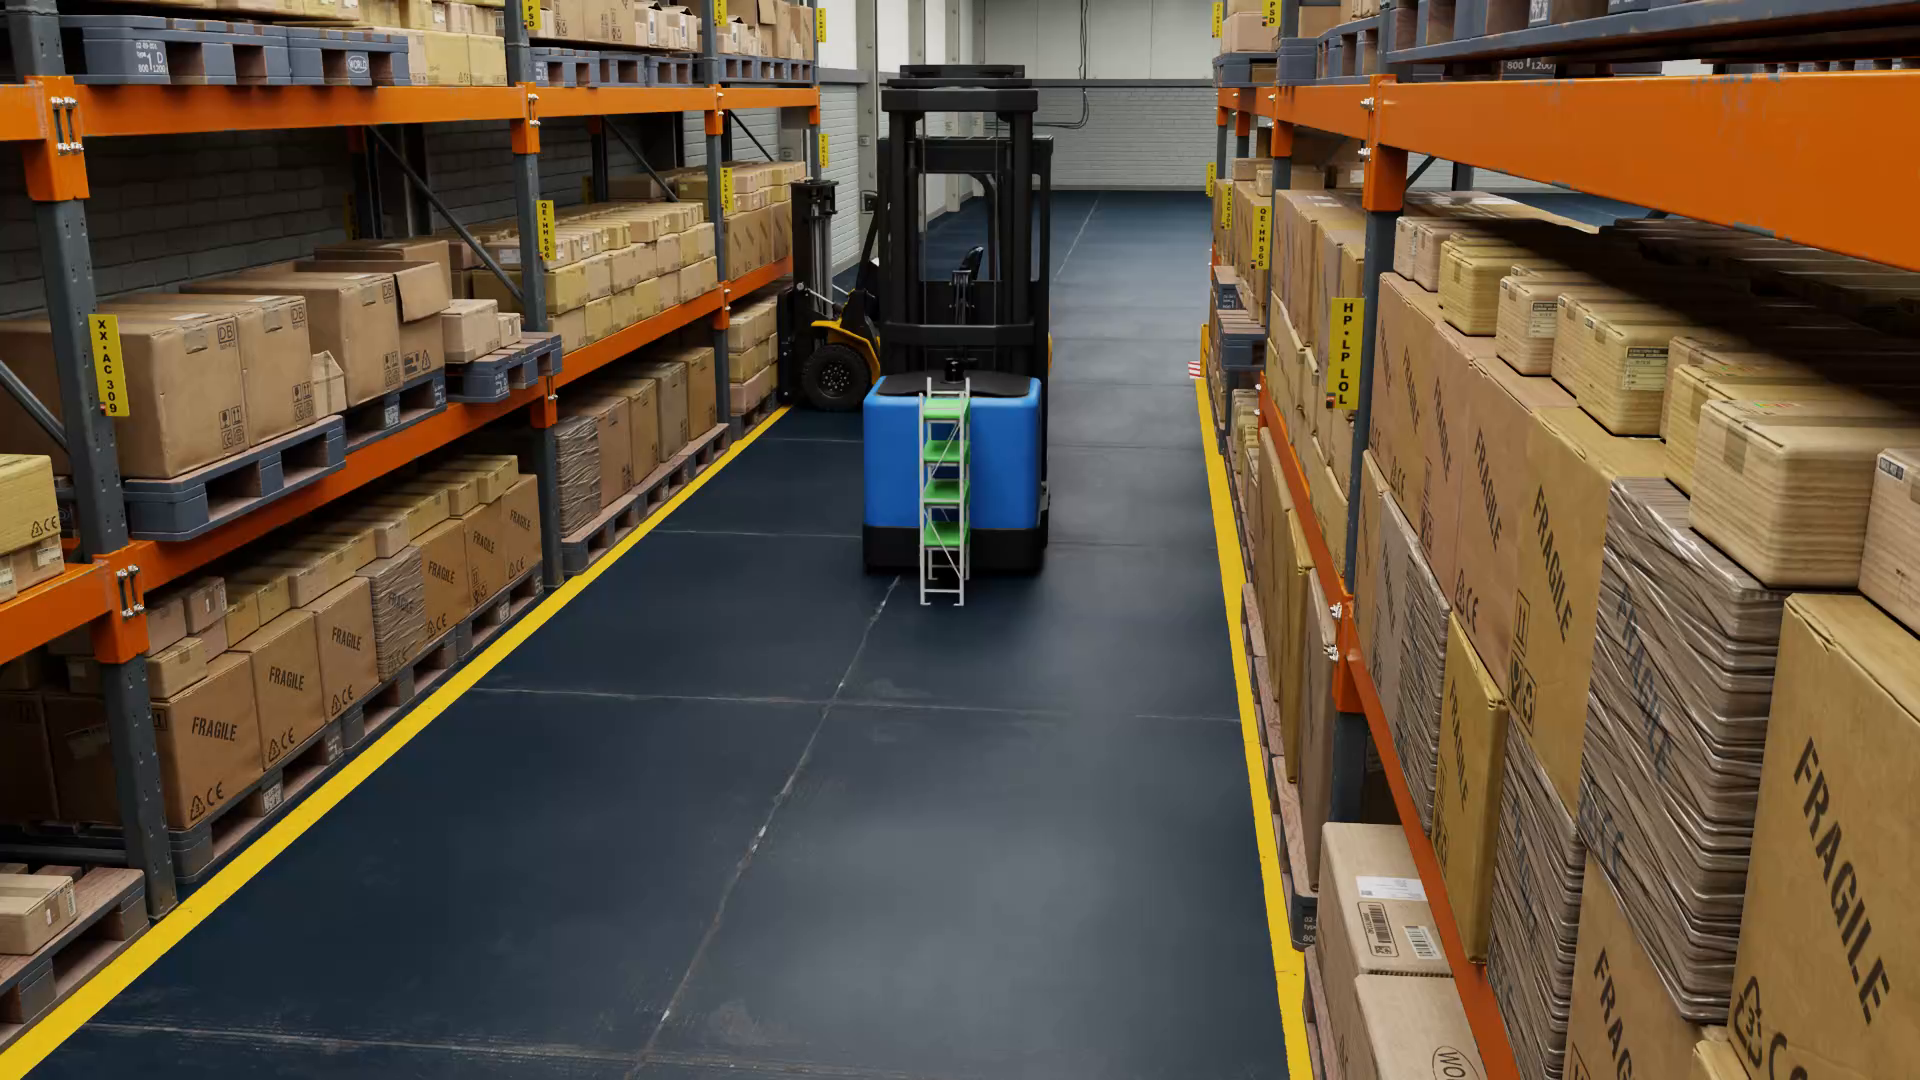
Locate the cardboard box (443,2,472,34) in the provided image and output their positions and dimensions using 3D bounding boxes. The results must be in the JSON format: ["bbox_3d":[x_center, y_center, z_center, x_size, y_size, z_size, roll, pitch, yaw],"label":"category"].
[{"bbox_3d":[-2.663,-2.593,8.282,0.380,0.149,0.250,1,15,5],"label":"cardboard box"}]

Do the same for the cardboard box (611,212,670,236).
[{"bbox_3d":[-2.261,-2.227,11.717,0.380,0.149,0.250,1,15,5],"label":"cardboard box"}]

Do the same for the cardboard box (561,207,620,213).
[{"bbox_3d":[-2.726,-2.372,12.253,0.380,0.149,0.250,2,15,6],"label":"cardboard box"}]

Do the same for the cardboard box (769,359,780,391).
[{"bbox_3d":[-1.894,-1.485,14.871,0.500,0.250,0.500,2,15,7],"label":"cardboard box"}]

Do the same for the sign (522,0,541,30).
[{"bbox_3d":[-2.275,-2.872,8.799,0.100,0.325,0.005,2,15,6],"label":"sign"}]

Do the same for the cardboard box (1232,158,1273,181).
[{"bbox_3d":[2.166,-2.679,12.015,0.380,0.149,0.250,2,15,6],"label":"cardboard box"}]

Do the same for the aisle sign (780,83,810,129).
[{"bbox_3d":[-1.612,-4.529,16.684,0.394,0.787,0.004,2,15,6],"label":"aisle sign"}]

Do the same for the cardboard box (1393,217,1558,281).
[{"bbox_3d":[1.374,-0.778,4.443,0.380,0.149,0.250,1,15,5],"label":"cardboard box"}]

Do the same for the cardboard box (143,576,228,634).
[{"bbox_3d":[-2.978,0.240,6.200,0.380,0.149,0.250,1,15,4],"label":"cardboard box"}]

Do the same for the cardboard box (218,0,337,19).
[{"bbox_3d":[-2.686,-2.127,6.522,0.380,0.149,0.250,2,15,8],"label":"cardboard box"}]

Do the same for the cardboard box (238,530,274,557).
[{"bbox_3d":[-3.348,0.032,7.539,0.380,0.149,0.250,1,15,4],"label":"cardboard box"}]

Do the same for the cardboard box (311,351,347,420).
[{"bbox_3d":[-2.727,-0.640,6.736,0.396,0.266,0.258,2,15,9],"label":"cardboard box"}]

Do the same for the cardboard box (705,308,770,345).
[{"bbox_3d":[-1.928,-1.835,14.249,0.500,0.250,0.500,2,15,6],"label":"cardboard box"}]

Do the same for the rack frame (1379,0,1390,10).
[{"bbox_3d":[1.667,-2.904,4.162,1.000,3.000,0.127,2,15,6],"label":"rack frame"}]

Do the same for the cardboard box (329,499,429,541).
[{"bbox_3d":[-2.794,-0.094,8.004,0.380,0.149,0.250,1,15,5],"label":"cardboard box"}]

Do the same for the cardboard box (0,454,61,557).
[{"bbox_3d":[-3.080,-0.085,4.948,0.500,0.250,0.500,2,15,8],"label":"cardboard box"}]

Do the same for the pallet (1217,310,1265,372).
[{"bbox_3d":[2.093,-1.141,9.502,1.213,0.211,1.003,2,15,6],"label":"pallet"}]

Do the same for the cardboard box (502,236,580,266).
[{"bbox_3d":[-2.456,-1.695,9.751,0.380,0.149,0.250,2,15,7],"label":"cardboard box"}]

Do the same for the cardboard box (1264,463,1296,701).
[{"bbox_3d":[1.854,0.185,7.496,0.875,0.875,0.875,2,15,7],"label":"cardboard box"}]

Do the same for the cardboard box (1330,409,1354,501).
[{"bbox_3d":[1.476,-0.299,5.349,0.500,0.250,0.500,2,15,6],"label":"cardboard box"}]

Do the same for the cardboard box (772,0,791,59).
[{"bbox_3d":[-1.934,-4.628,15.098,0.700,0.500,0.500,2,15,7],"label":"cardboard box"}]

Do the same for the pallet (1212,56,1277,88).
[{"bbox_3d":[2.395,-3.283,11.671,1.213,0.211,1.003,2,15,6],"label":"pallet"}]

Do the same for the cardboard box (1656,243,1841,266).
[{"bbox_3d":[1.763,-0.567,3.663,0.380,0.149,0.250,2,15,6],"label":"cardboard box"}]

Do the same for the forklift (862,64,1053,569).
[{"bbox_3d":[0.044,-1.578,10.881,1.130,2.935,3.031,1,15,4],"label":"forklift"}]

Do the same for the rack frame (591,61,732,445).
[{"bbox_3d":[-2.362,-2.228,13.156,1.000,3.000,0.127,2,15,6],"label":"rack frame"}]

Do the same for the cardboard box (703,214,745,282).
[{"bbox_3d":[-2.053,-2.384,13.540,0.500,0.500,0.500,1,15,5],"label":"cardboard box"}]

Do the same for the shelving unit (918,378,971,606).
[{"bbox_3d":[-0.083,-0.279,9.389,0.258,1.200,0.503,1,15,4],"label":"shelving unit"}]

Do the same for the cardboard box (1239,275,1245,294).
[{"bbox_3d":[2.019,-1.693,10.854,0.380,0.149,0.250,2,15,8],"label":"cardboard box"}]

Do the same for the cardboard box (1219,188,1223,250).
[{"bbox_3d":[2.532,-2.799,14.505,0.500,0.500,0.500,1,15,5],"label":"cardboard box"}]

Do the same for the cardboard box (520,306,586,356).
[{"bbox_3d":[-2.521,-1.226,9.738,0.500,0.250,0.500,2,15,6],"label":"cardboard box"}]

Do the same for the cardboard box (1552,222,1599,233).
[{"bbox_3d":[2.092,-0.907,6.164,0.500,0.500,0.500,1,15,5],"label":"cardboard box"}]

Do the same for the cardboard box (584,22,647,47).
[{"bbox_3d":[-2.272,-3.312,10.902,0.380,0.149,0.250,2,15,6],"label":"cardboard box"}]

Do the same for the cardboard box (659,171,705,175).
[{"bbox_3d":[-2.450,-3.156,14.583,0.380,0.149,0.250,2,15,6],"label":"cardboard box"}]

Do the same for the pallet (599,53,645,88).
[{"bbox_3d":[-2.703,-3.016,10.686,1.003,0.211,1.213,2,15,9],"label":"pallet"}]

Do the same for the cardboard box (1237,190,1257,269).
[{"bbox_3d":[2.060,-1.973,10.647,0.500,0.500,0.500,1,15,4],"label":"cardboard box"}]

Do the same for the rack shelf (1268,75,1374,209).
[{"bbox_3d":[1.893,-1.628,6.566,1.077,0.370,4.000,2,15,6],"label":"rack shelf"}]

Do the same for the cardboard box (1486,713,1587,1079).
[{"bbox_3d":[1.127,0.585,2.561,0.500,0.500,0.500,2,15,8],"label":"cardboard box"}]

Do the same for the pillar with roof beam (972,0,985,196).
[{"bbox_3d":[4.778,-13.662,43.946,9.100,9.000,0.400,2,15,6],"label":"pillar with roof beam"}]

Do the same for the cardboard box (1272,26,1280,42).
[{"bbox_3d":[2.263,-2.940,9.843,0.797,0.503,0.637,2,15,6],"label":"cardboard box"}]

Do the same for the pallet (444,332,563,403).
[{"bbox_3d":[-2.820,-0.920,8.686,1.213,0.211,1.003,2,15,6],"label":"pallet"}]

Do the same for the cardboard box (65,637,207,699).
[{"bbox_3d":[-2.960,0.452,5.984,0.380,0.149,0.250,2,15,9],"label":"cardboard box"}]

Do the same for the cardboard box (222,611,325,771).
[{"bbox_3d":[-2.936,0.593,6.705,0.500,0.500,0.500,1,15,6],"label":"cardboard box"}]

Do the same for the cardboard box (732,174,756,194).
[{"bbox_3d":[-1.941,-3.008,14.035,0.380,0.149,0.250,2,15,8],"label":"cardboard box"}]

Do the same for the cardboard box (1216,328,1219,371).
[{"bbox_3d":[2.482,-1.746,14.399,0.500,0.500,0.500,3,15,9],"label":"cardboard box"}]

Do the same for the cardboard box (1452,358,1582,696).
[{"bbox_3d":[1.181,-0.029,2.914,0.500,0.500,0.500,2,15,6],"label":"cardboard box"}]

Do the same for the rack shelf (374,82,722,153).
[{"bbox_3d":[-2.588,-2.810,10.940,1.077,0.370,4.000,2,15,6],"label":"rack shelf"}]

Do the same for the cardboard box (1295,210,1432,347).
[{"bbox_3d":[1.640,-1.062,6.737,0.500,0.500,0.500,2,15,7],"label":"cardboard box"}]

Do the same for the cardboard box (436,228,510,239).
[{"bbox_3d":[-3.011,-1.845,10.304,0.380,0.149,0.250,1,15,5],"label":"cardboard box"}]

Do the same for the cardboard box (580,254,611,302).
[{"bbox_3d":[-2.463,-1.597,10.153,0.500,0.250,0.500,2,15,8],"label":"cardboard box"}]

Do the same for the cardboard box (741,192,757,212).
[{"bbox_3d":[-1.934,-2.862,14.065,0.380,0.149,0.250,2,15,7],"label":"cardboard box"}]

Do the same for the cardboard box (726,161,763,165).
[{"bbox_3d":[-2.161,-3.690,16.557,0.380,0.149,0.250,1,15,5],"label":"cardboard box"}]

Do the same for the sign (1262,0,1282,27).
[{"bbox_3d":[1.580,-2.760,8.384,0.100,0.325,0.005,2,15,6],"label":"sign"}]

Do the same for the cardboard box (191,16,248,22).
[{"bbox_3d":[-3.178,-2.214,6.842,0.380,0.149,0.250,2,15,7],"label":"cardboard box"}]

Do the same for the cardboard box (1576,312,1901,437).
[{"bbox_3d":[1.147,-0.246,2.477,0.380,0.149,0.250,2,15,8],"label":"cardboard box"}]

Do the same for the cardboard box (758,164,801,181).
[{"bbox_3d":[-1.741,-3.538,15.996,0.380,0.149,0.250,2,15,8],"label":"cardboard box"}]

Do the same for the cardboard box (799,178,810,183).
[{"bbox_3d":[-1.671,-3.462,16.283,0.380,0.149,0.250,2,15,7],"label":"cardboard box"}]

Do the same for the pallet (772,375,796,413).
[{"bbox_3d":[-2.096,-1.405,15.452,1.003,0.211,1.213,2,15,6],"label":"pallet"}]

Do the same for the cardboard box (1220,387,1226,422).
[{"bbox_3d":[2.370,-1.120,13.519,0.500,0.250,0.500,2,15,9],"label":"cardboard box"}]
